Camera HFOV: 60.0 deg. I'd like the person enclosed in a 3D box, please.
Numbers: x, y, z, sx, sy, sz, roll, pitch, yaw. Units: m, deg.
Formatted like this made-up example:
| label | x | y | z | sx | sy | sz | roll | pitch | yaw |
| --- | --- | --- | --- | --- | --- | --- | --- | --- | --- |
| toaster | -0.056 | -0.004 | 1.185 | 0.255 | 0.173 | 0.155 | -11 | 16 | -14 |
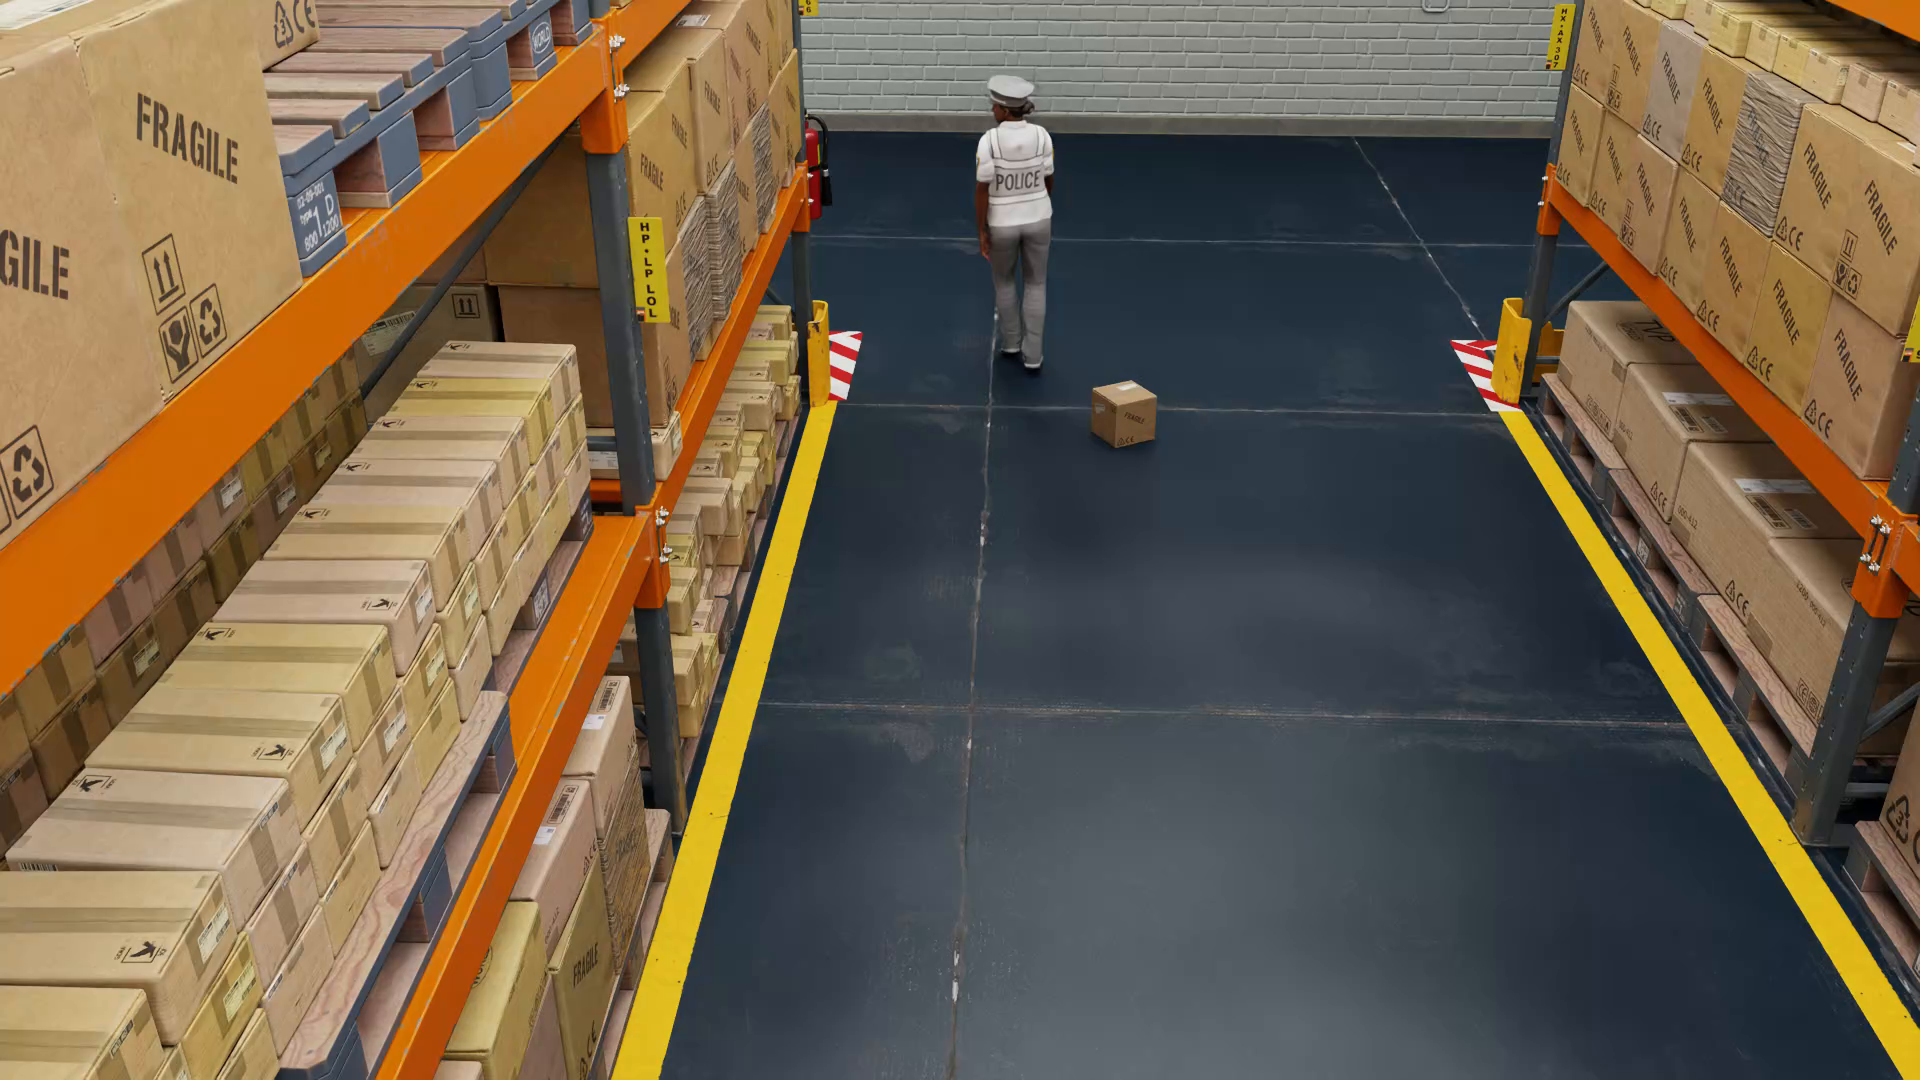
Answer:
| label | x | y | z | sx | sy | sz | roll | pitch | yaw |
| --- | --- | --- | --- | --- | --- | --- | --- | --- | --- |
| person | 0.294 | -1.798 | 9.473 | 0.469 | 1.694 | 0.563 | -3 | 28 | -6 |
